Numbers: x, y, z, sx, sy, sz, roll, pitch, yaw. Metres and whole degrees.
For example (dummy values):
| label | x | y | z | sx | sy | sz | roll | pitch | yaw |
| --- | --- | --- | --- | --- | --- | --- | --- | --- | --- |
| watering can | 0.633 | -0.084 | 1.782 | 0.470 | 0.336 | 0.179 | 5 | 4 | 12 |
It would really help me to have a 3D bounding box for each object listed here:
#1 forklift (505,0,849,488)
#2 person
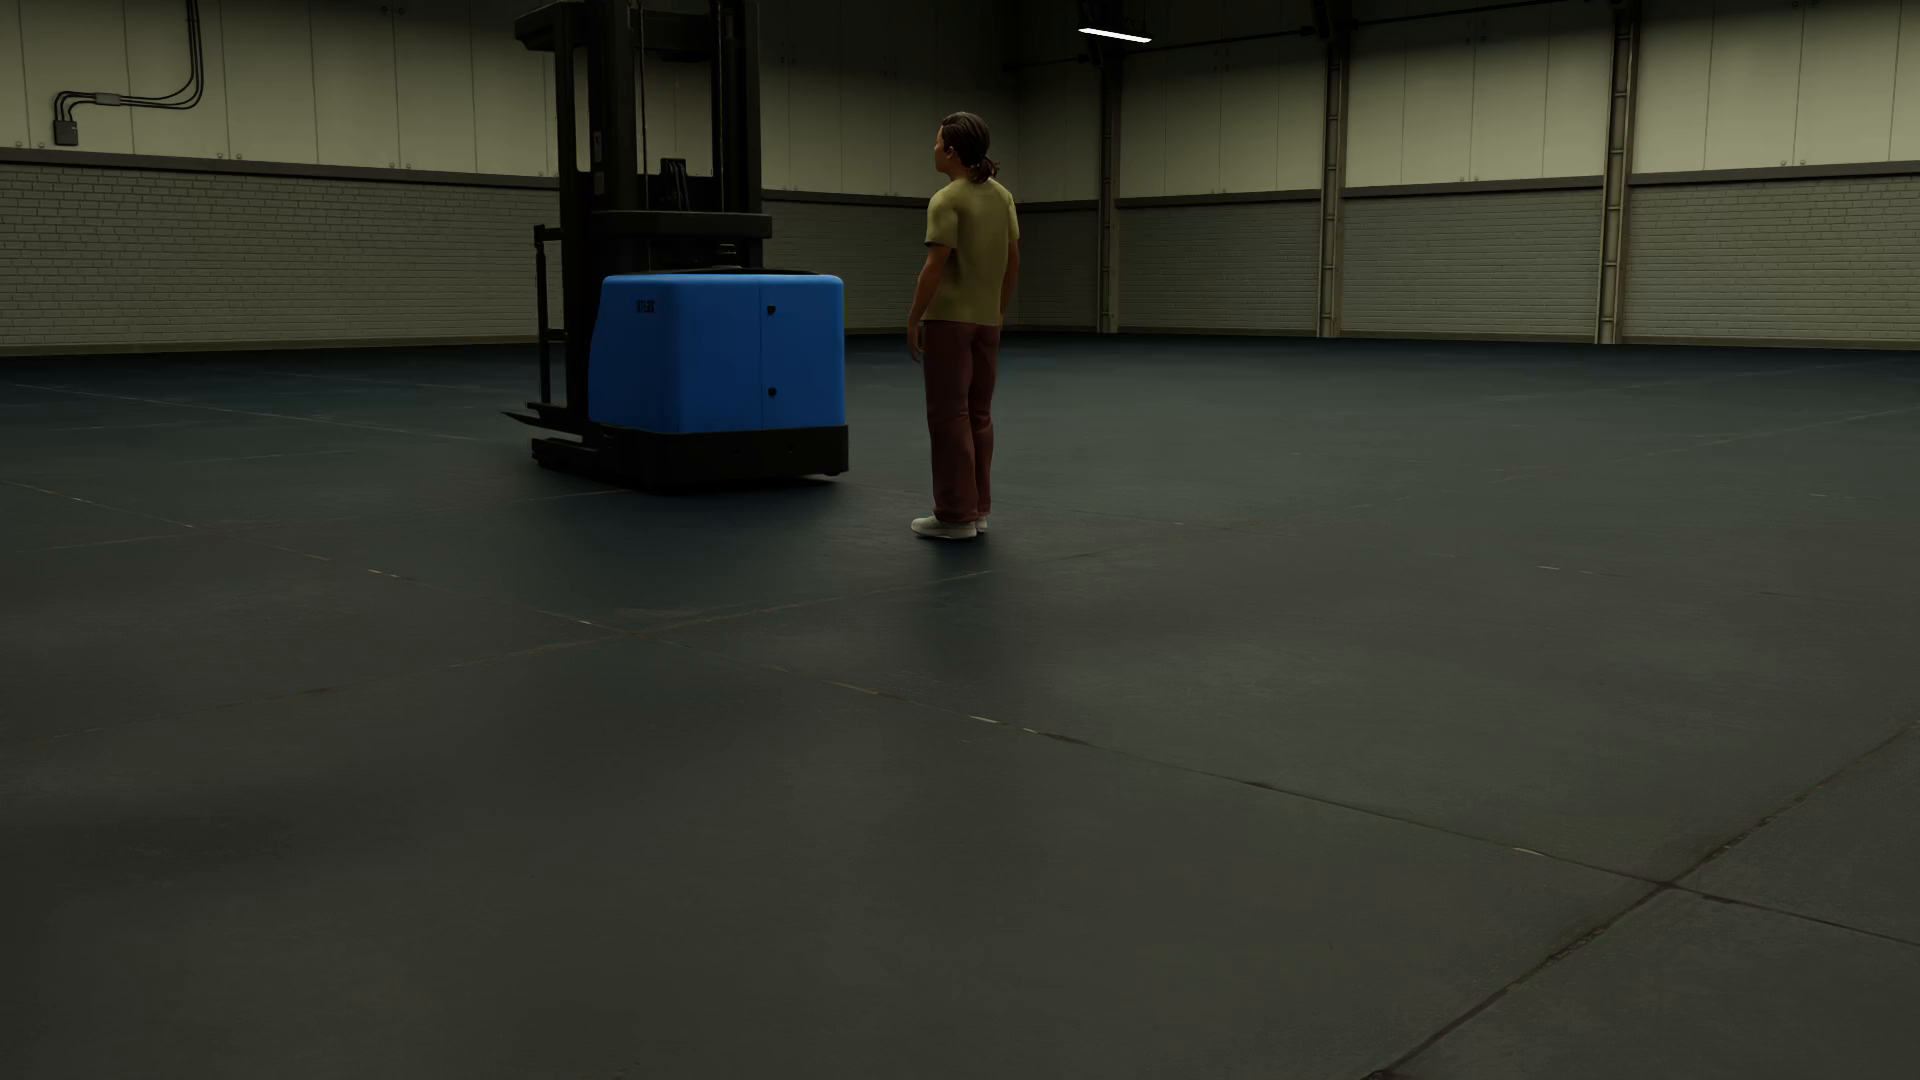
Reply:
| label | x | y | z | sx | sy | sz | roll | pitch | yaw |
| --- | --- | --- | --- | --- | --- | --- | --- | --- | --- |
| forklift | -1.800 | -1.880 | 9.361 | 1.130 | 2.935 | 3.031 | -6 | 10 | -32 |
| person | -0.045 | -0.845 | 6.651 | 0.548 | 1.673 | 0.553 | 8 | 12 | 43 |
